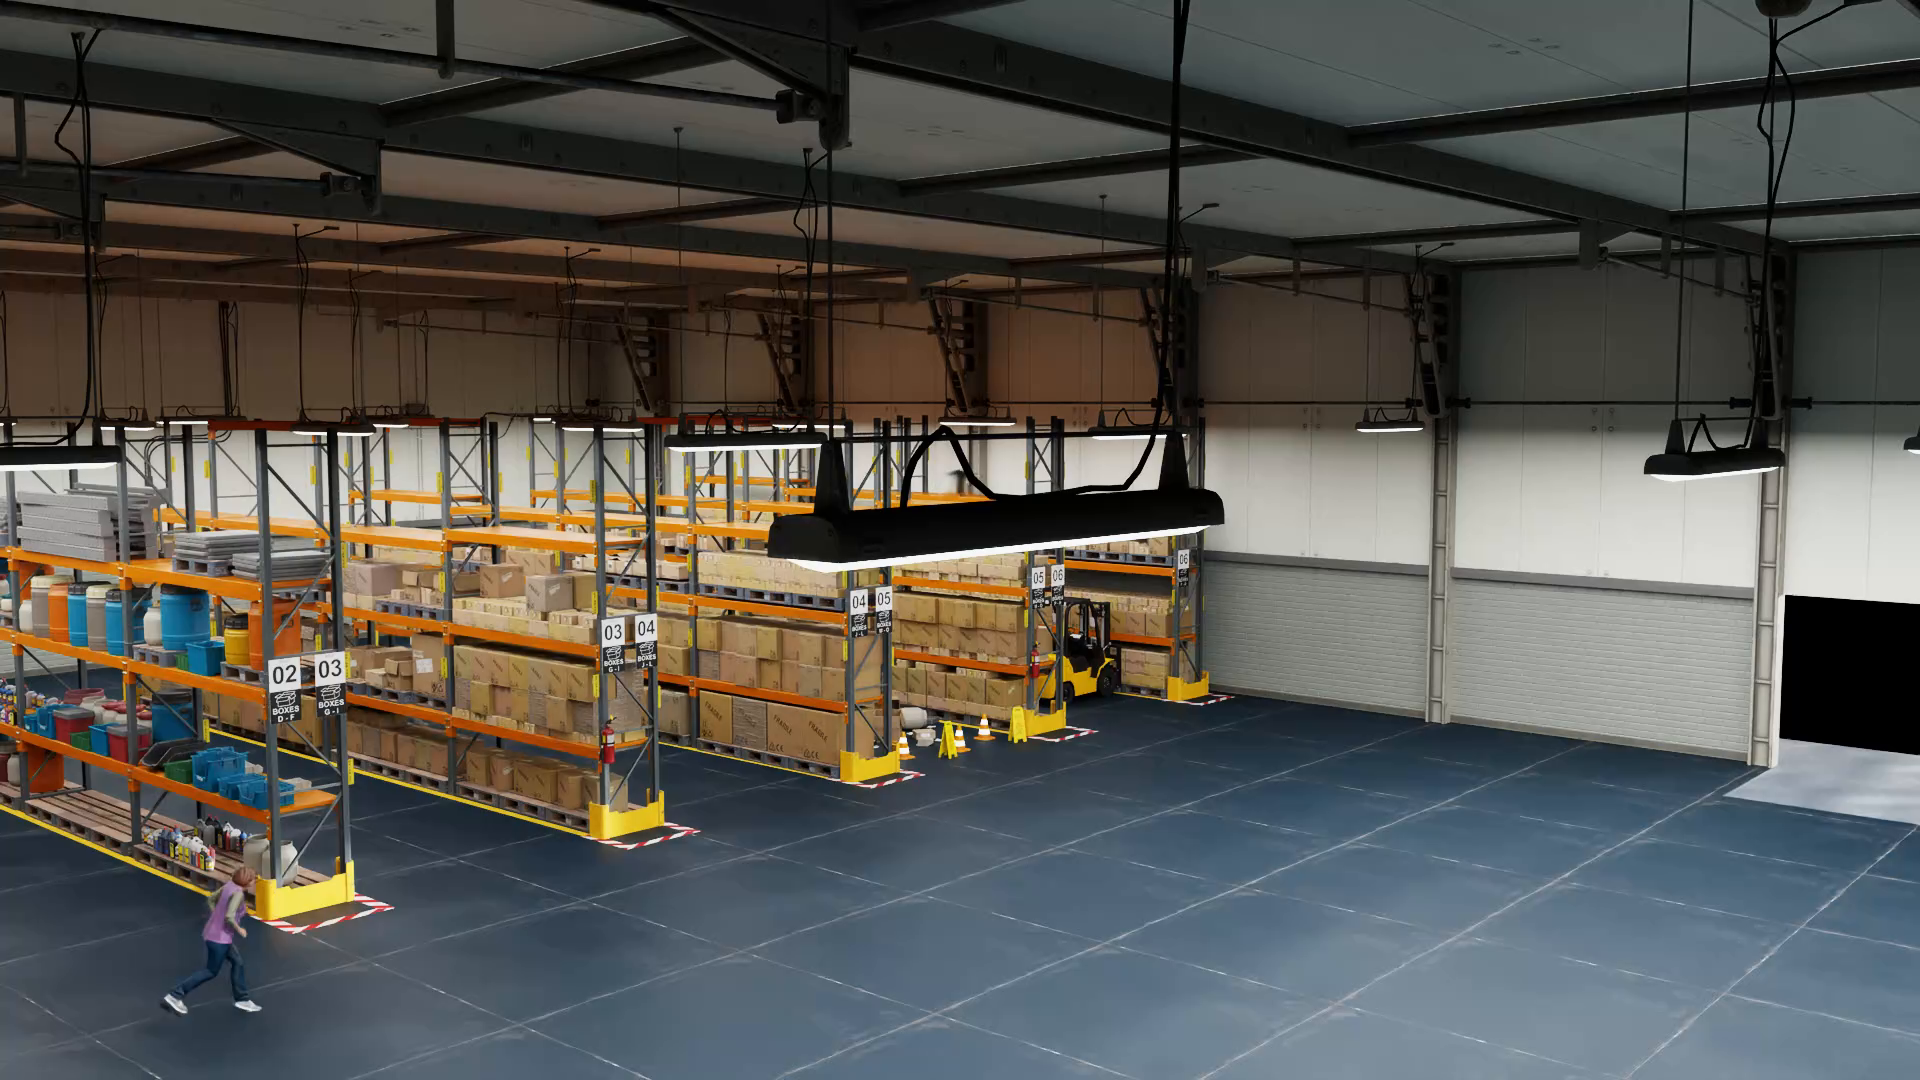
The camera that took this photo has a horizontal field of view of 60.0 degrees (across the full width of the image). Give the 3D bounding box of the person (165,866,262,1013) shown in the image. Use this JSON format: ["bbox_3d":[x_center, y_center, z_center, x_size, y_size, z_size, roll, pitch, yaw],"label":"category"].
[{"bbox_3d":[-7.700,4.167,17.091,0.910,1.548,0.567,-4,6,-38],"label":"person"}]

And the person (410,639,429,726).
[{"bbox_3d":[-10.760,2.754,32.396,0.864,1.753,0.653,1,5,17],"label":"person"}]
